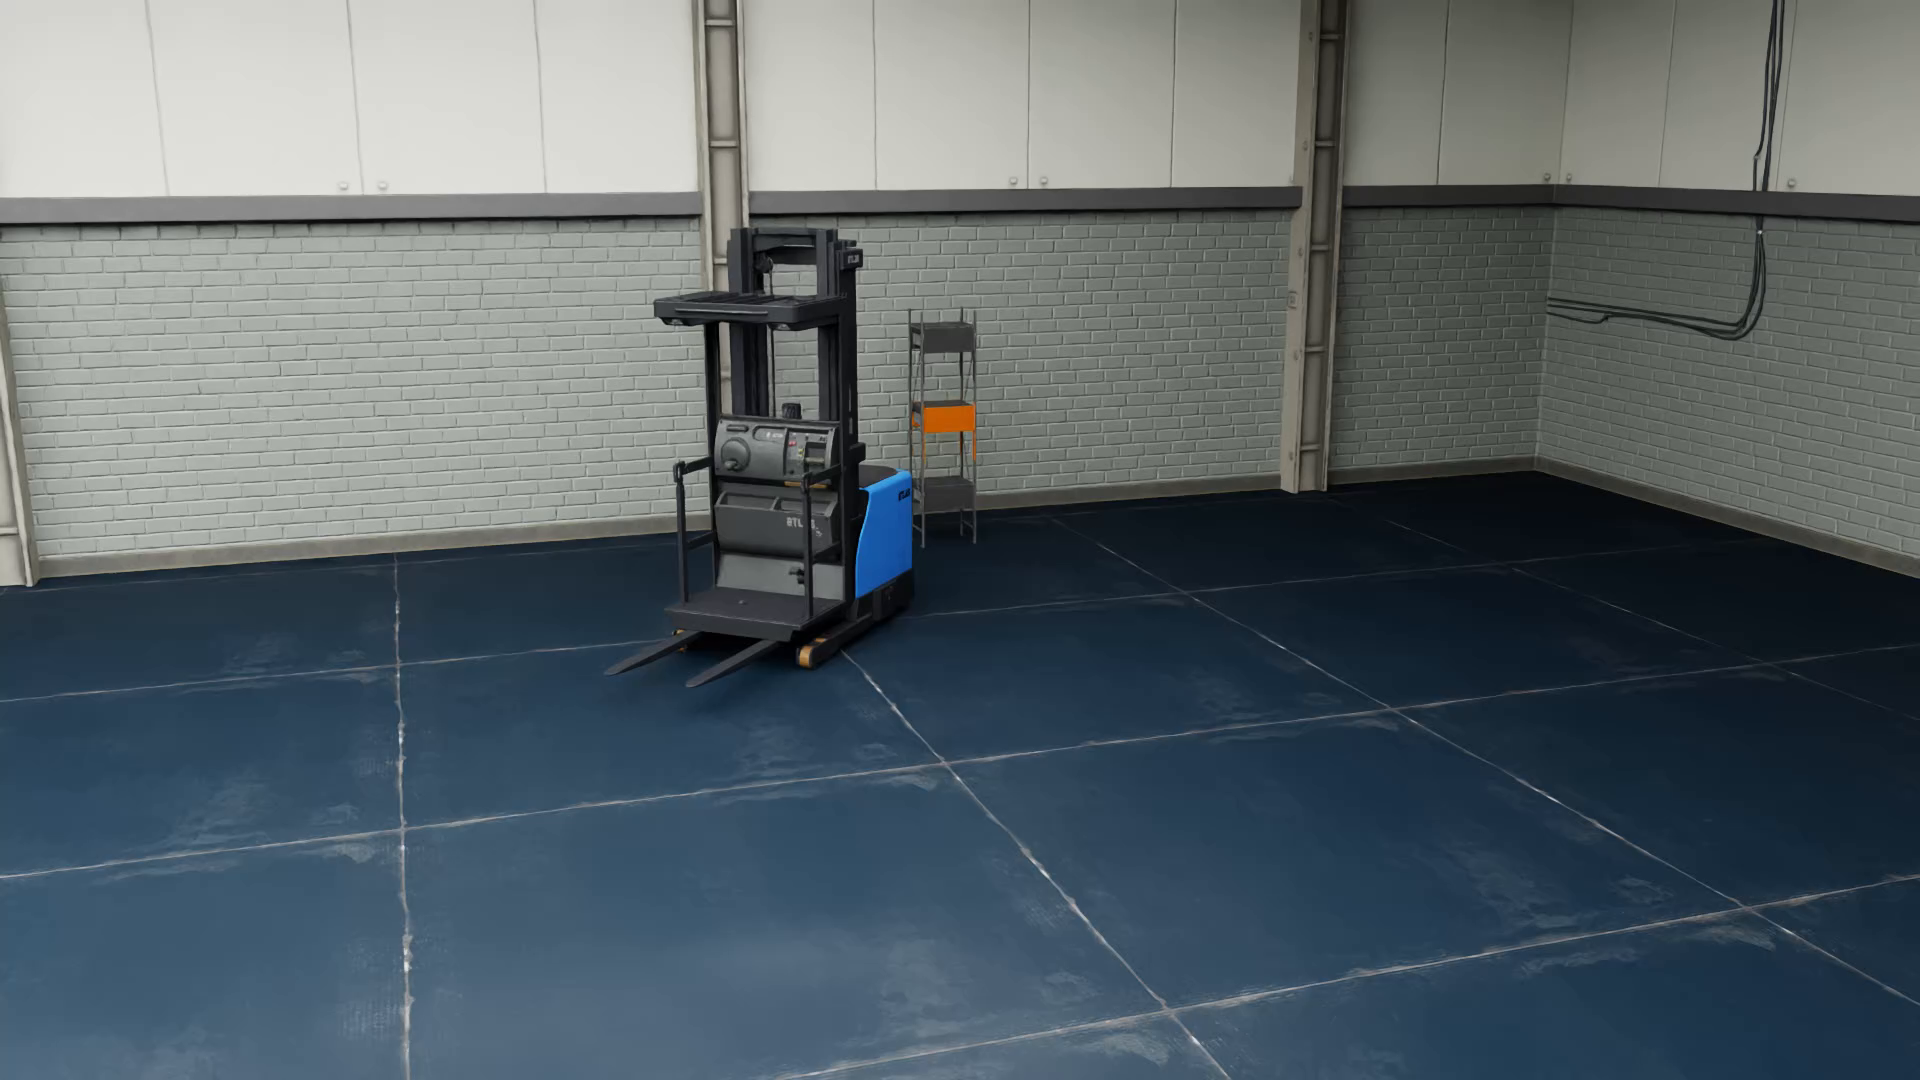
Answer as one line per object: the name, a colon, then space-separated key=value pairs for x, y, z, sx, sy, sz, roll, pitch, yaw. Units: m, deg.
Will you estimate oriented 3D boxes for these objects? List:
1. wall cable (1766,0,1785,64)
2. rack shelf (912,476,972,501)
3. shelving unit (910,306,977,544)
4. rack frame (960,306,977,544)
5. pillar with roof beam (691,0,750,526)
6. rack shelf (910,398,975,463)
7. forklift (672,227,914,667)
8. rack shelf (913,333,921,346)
wall cable: x=7.658 y=-5.187 z=13.300 sx=0.112 sy=2.526 sz=3.097 roll=-4 pitch=14 yaw=-18
rack shelf: x=-0.157 y=-0.448 z=14.982 sx=0.457 sy=0.174 sz=0.368 roll=-4 pitch=14 yaw=-18
shelving unit: x=-0.151 y=-1.010 z=14.850 sx=0.492 sy=2.100 sz=0.431 roll=-4 pitch=14 yaw=-18
rack frame: x=0.074 y=-1.027 z=14.924 sx=0.015 sy=2.100 sz=0.400 roll=-4 pitch=14 yaw=-18
pillar with roof beam: x=-0.732 y=-3.520 z=10.493 sx=0.400 sy=9.000 sz=9.100 roll=-4 pitch=14 yaw=-18
rack shelf: x=-0.157 y=-0.996 z=14.852 sx=0.480 sy=0.518 sz=0.431 roll=-4 pitch=14 yaw=-18
forklift: x=-1.387 y=-0.650 z=11.540 sx=1.130 sy=2.935 sz=3.031 roll=5 pitch=14 yaw=22
rack shelf: x=-0.157 y=-1.774 z=14.666 sx=0.442 sy=0.100 sz=0.332 roll=-4 pitch=14 yaw=-18
